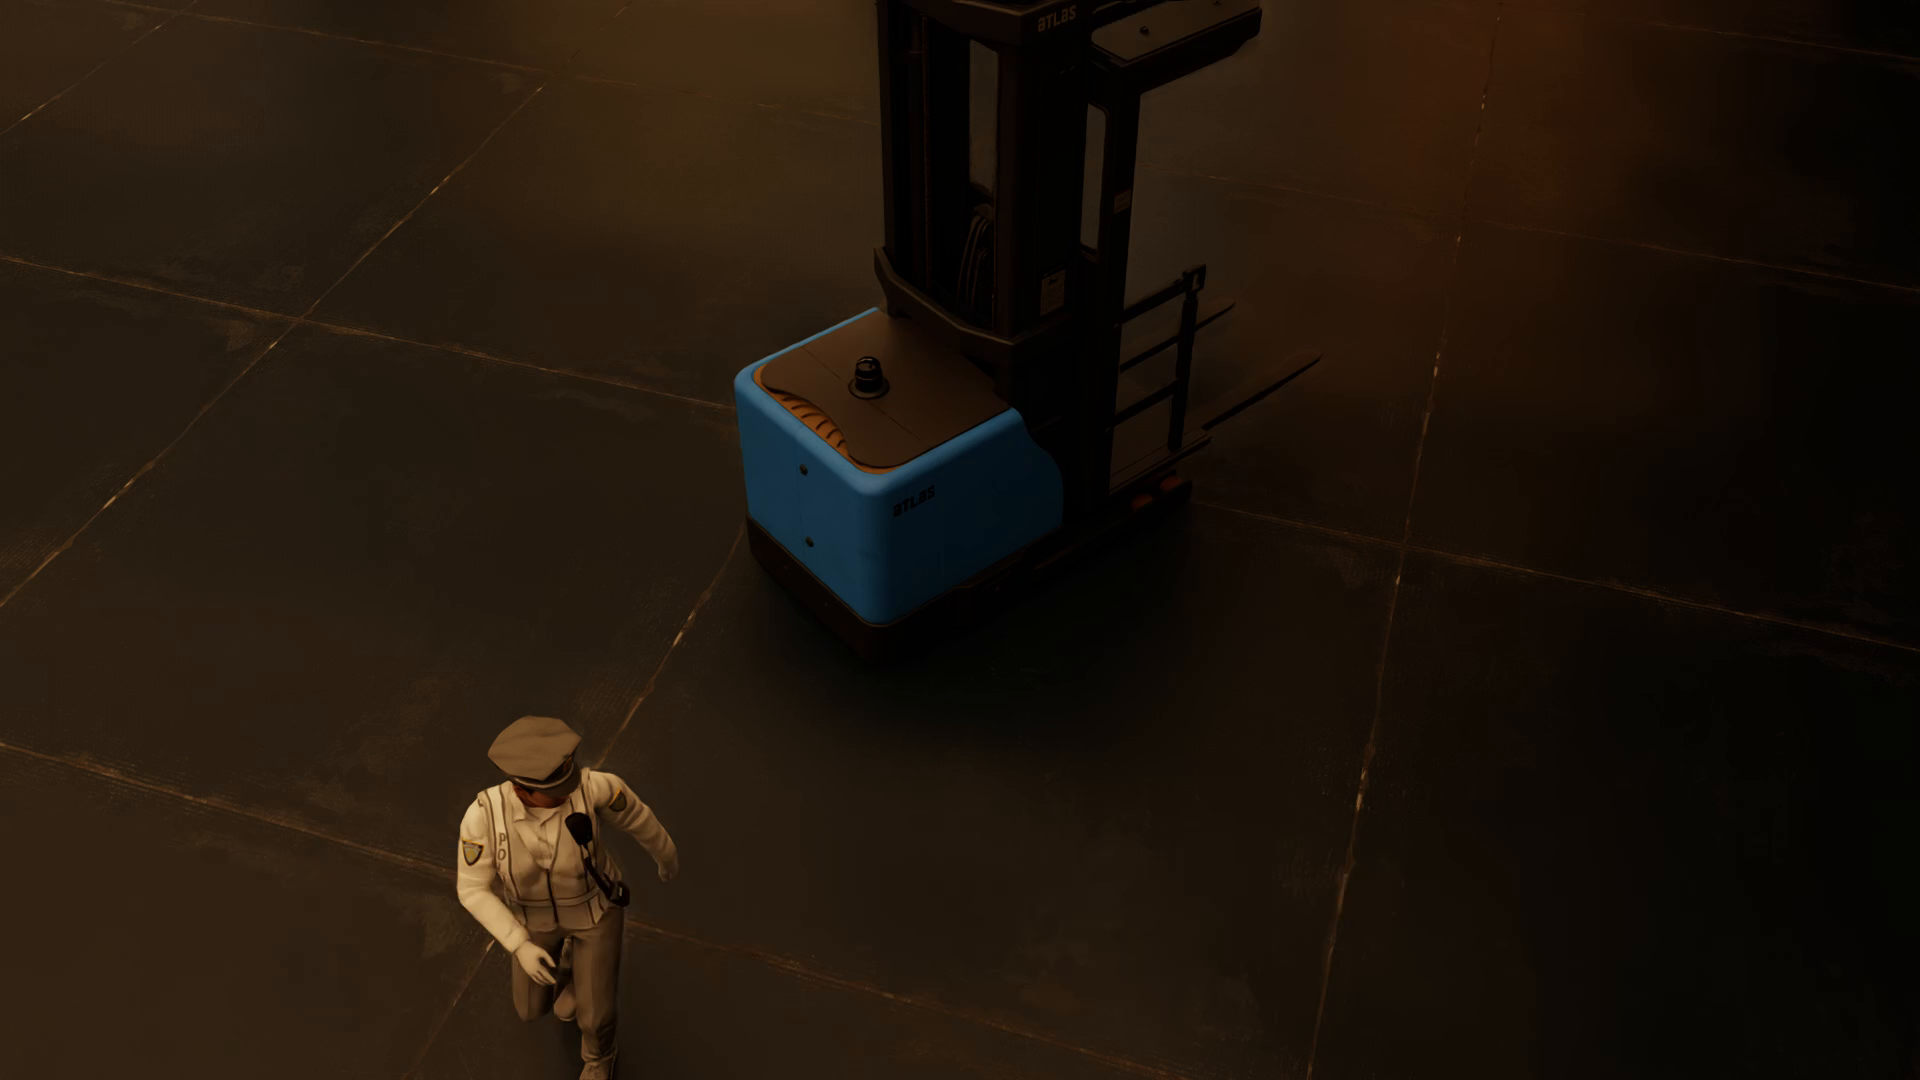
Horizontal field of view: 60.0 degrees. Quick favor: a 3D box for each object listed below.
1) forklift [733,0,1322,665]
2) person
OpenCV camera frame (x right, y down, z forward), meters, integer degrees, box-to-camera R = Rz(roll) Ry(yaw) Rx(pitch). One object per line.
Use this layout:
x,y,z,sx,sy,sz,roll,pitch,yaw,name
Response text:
0.482,-1.383,7.175,3.031,2.935,1.130,-29,50,-28,forklift
-1.246,1.205,5.374,0.620,1.612,0.593,0,43,0,person
